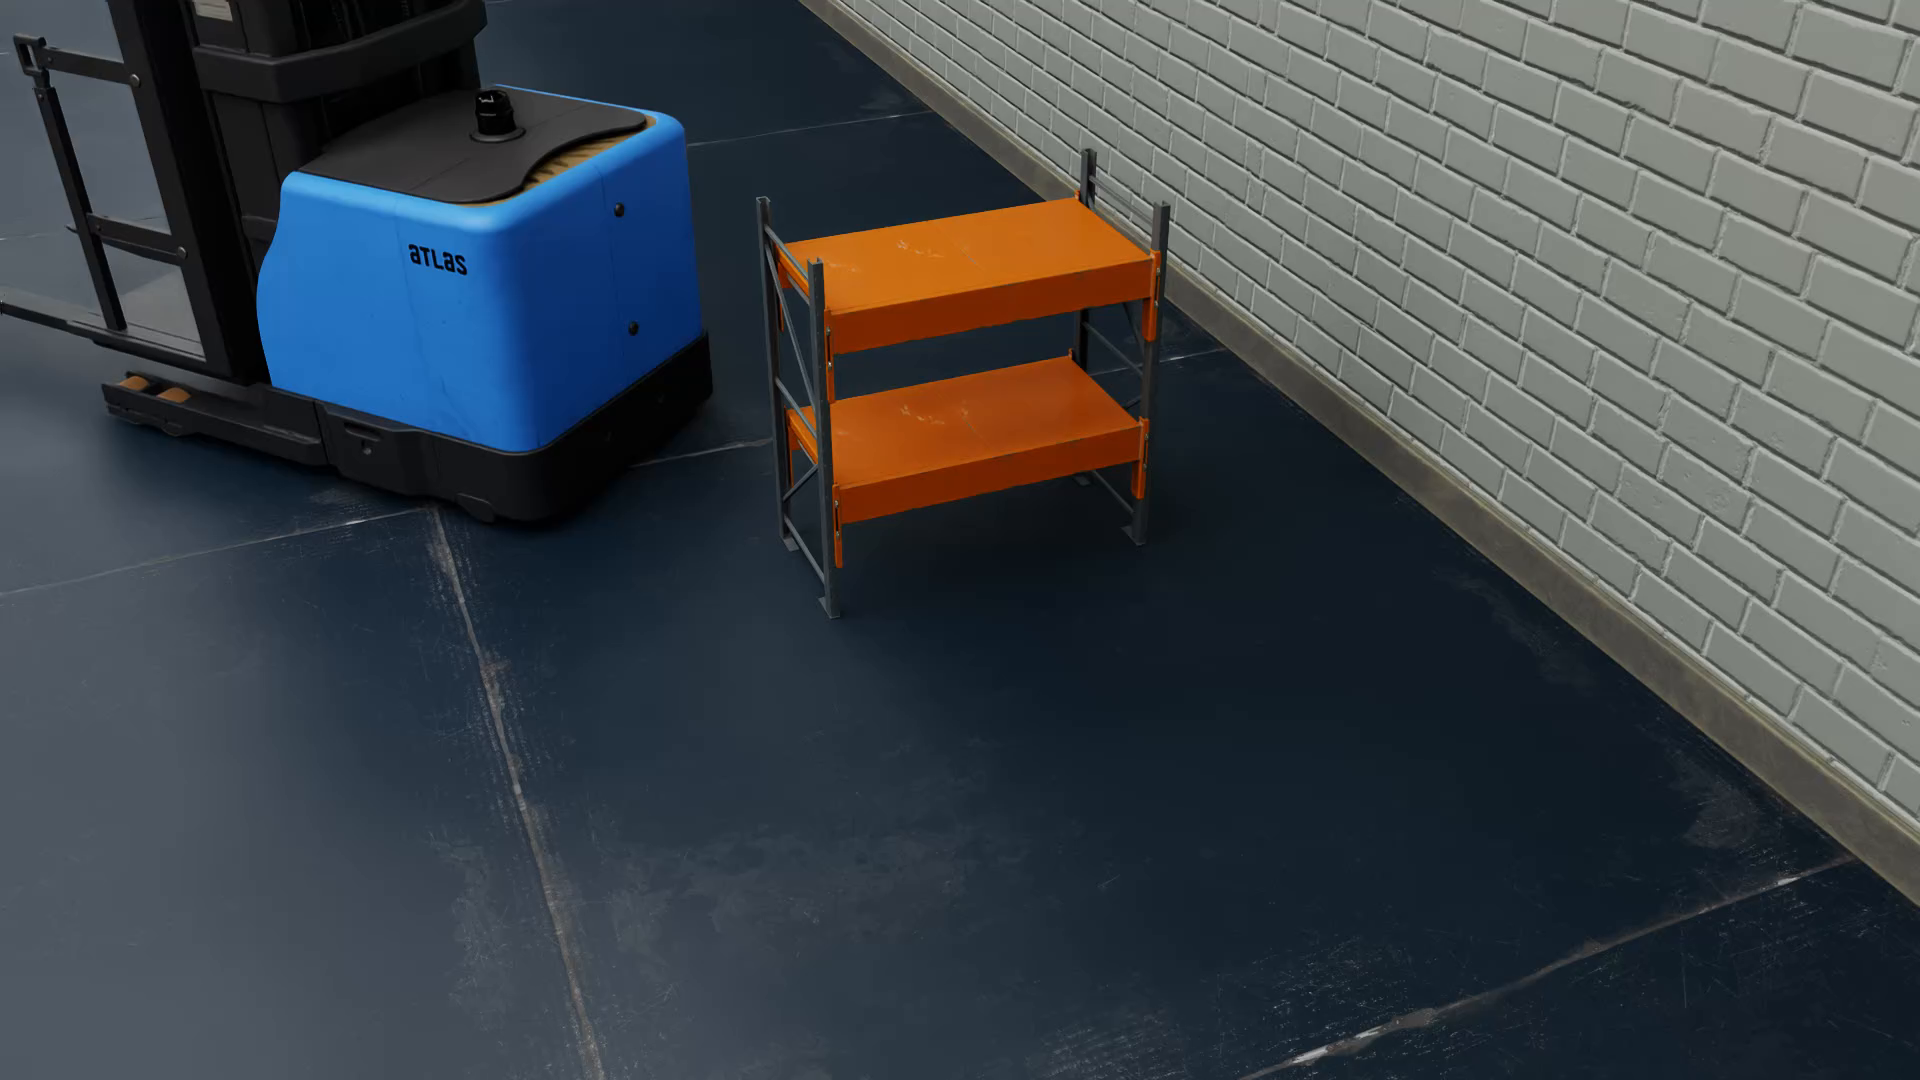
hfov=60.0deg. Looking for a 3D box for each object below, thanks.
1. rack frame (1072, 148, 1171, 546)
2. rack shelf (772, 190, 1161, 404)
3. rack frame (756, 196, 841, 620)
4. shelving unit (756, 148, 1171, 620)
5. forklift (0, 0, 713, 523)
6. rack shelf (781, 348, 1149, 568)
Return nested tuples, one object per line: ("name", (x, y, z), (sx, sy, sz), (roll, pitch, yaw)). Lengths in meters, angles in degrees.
("rack frame", (0.475, -0.580, 5.110), (0.032, 1.125, 0.500), (-13, 35, -19))
("rack shelf", (0.006, -0.718, 4.786), (1.000, 0.278, 0.538), (-13, 35, -19))
("rack frame", (-0.463, -0.366, 4.780), (0.032, 1.125, 0.500), (-13, 35, -19))
("shelving unit", (0.006, -0.473, 4.945), (1.048, 1.125, 0.538), (-13, 35, -19))
("forklift", (-2.434, -1.830, 5.375), (3.031, 2.935, 1.130), (15, 36, 22))
("rack shelf", (0.006, -0.268, 5.079), (1.000, 0.278, 0.538), (-13, 35, -19))
